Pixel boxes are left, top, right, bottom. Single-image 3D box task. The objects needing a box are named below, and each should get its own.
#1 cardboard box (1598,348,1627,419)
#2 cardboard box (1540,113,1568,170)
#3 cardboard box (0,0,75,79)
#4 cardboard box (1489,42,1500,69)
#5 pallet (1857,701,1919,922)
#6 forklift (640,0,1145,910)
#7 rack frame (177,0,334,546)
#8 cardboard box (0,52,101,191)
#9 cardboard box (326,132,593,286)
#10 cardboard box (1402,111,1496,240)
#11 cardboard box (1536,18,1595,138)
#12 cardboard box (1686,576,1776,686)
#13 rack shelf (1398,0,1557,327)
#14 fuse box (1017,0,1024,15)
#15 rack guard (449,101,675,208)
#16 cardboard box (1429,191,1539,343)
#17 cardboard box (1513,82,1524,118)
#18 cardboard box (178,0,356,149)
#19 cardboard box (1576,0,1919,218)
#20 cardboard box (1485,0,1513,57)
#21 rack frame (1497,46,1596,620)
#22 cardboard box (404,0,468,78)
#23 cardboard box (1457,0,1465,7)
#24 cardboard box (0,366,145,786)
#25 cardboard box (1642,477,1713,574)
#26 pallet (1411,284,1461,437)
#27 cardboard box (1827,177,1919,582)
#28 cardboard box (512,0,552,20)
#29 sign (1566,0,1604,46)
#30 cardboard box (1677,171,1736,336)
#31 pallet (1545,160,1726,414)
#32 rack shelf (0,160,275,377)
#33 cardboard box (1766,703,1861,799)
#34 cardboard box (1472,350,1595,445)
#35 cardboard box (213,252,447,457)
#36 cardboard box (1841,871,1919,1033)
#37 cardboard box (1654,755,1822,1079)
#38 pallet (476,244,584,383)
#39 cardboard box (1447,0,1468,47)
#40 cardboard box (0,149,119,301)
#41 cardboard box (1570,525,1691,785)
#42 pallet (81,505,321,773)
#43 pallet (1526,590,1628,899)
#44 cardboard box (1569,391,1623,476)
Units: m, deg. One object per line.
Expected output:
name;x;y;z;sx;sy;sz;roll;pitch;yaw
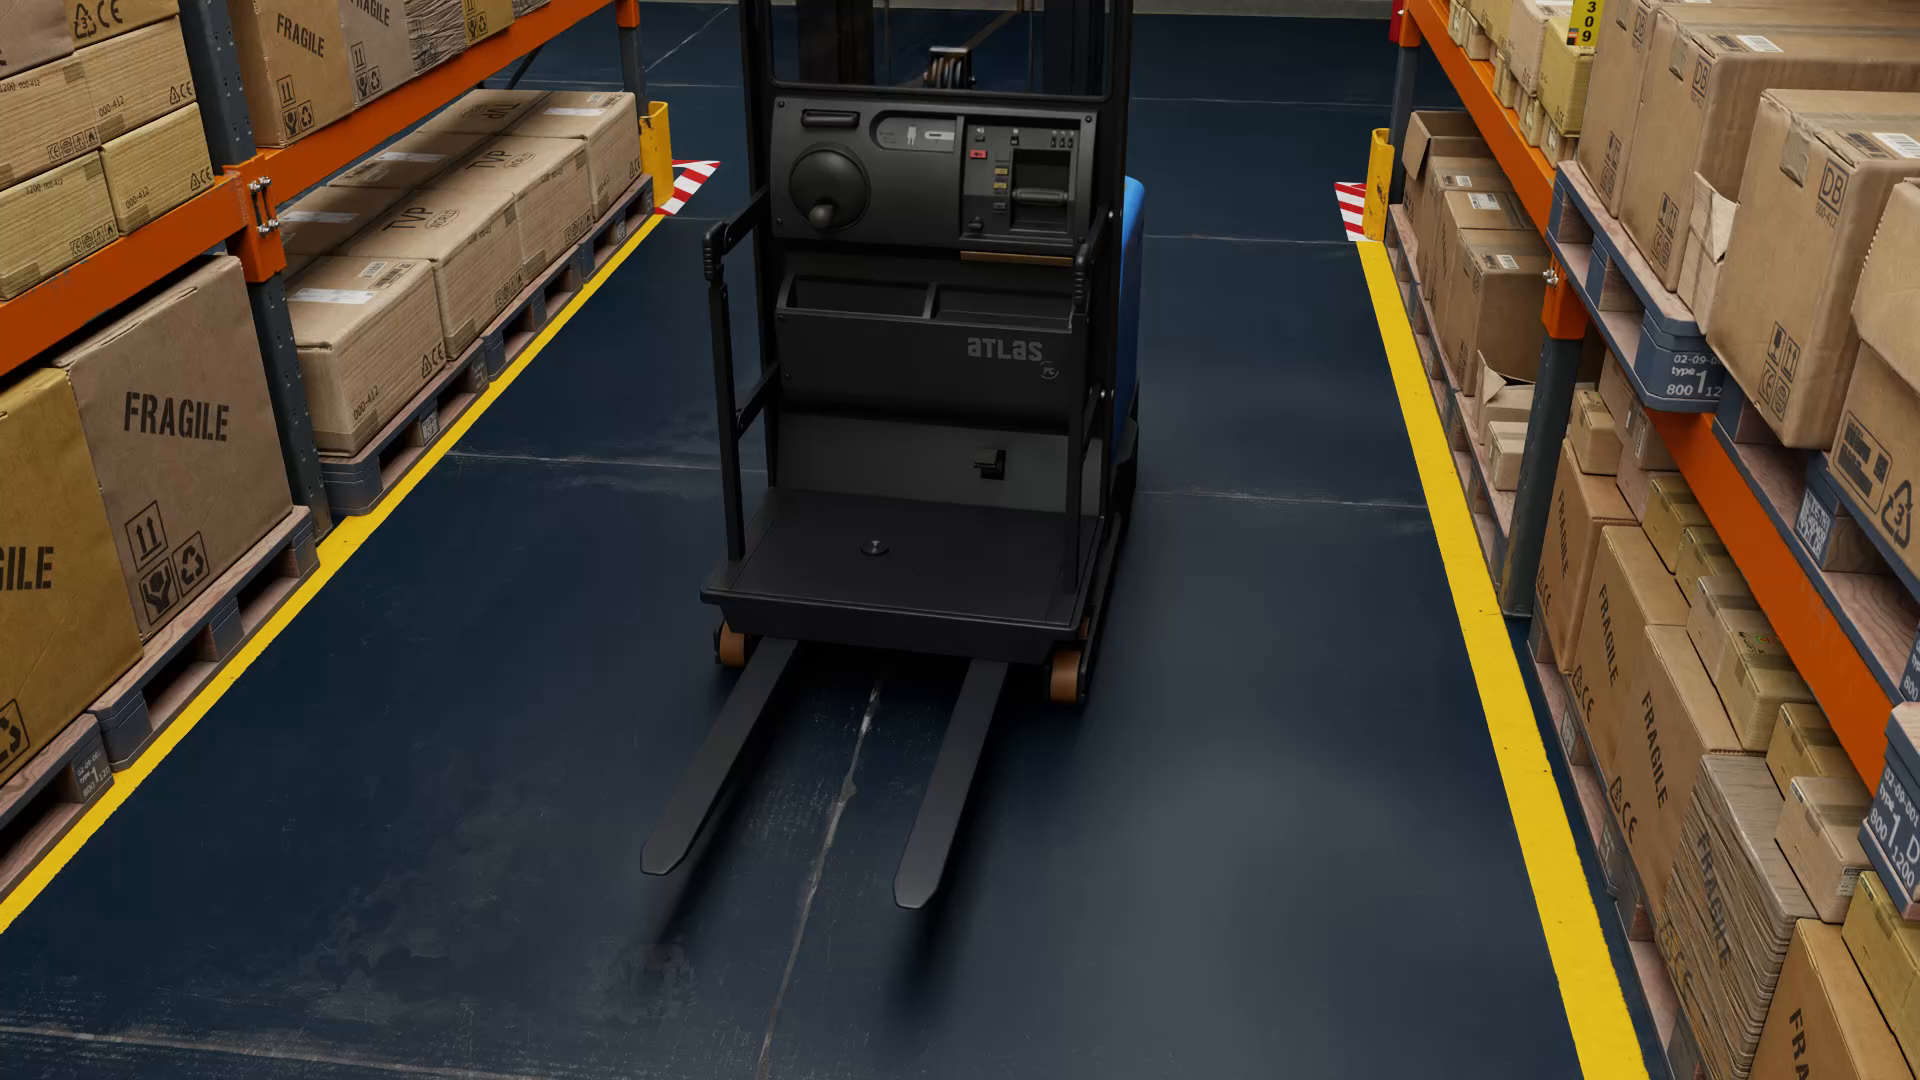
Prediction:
cardboard box;1.983;-0.416;4.555;0.380;0.149;0.250;3;28;5
cardboard box;2.030;-1.250;5.173;0.380;0.149;0.250;4;29;8
cardboard box;-2.557;-1.374;3.979;0.500;0.500;0.500;4;29;7
cardboard box;2.226;-1.852;6.290;0.380;0.149;0.250;3;28;6
pallet;1.755;0.572;1.728;1.213;0.211;1.003;3;28;6
forklift;-0.121;-1.000;4.515;1.130;2.935;3.031;5;29;10
rack frame;-2.695;-1.359;5.110;1.000;3.000;0.127;3;28;6
cardboard box;-2.562;-1.056;4.178;0.500;0.250;0.500;4;29;7
cardboard box;-2.291;-1.551;7.725;0.875;0.438;0.875;4;29;8
cardboard box;2.552;-1.759;8.041;0.797;0.503;0.637;2;28;4
cardboard box;2.052;-1.391;5.014;0.500;0.250;0.500;4;29;7
cardboard box;1.858;0.213;3.701;0.380;0.149;0.250;3;28;6
rack shelf;2.476;-1.697;6.496;1.077;0.370;4.000;3;28;6
fuse box;0.529;-5.140;13.486;0.539;1.711;0.414;3;28;6
rack guard;-2.202;-2.153;9.219;1.175;0.500;0.348;3;28;6
cardboard box;2.245;-1.114;6.848;0.500;0.500;0.500;4;29;7
cardboard box;2.097;-1.496;5.629;0.380;0.149;0.250;4;29;8
cardboard box;-2.378;-1.609;5.468;0.500;0.500;0.500;4;29;8
cardboard box;1.950;-1.087;4.056;0.700;0.500;0.500;4;29;7
cardboard box;2.172;-1.862;5.888;0.500;0.250;0.500;3;28;6
rack frame;2.231;-1.072;4.578;1.000;3.000;0.127;3;28;6
cardboard box;-2.245;-2.079;6.341;0.500;0.500;0.500;4;29;7
cardboard box;2.278;-2.346;6.787;0.500;0.250;0.500;3;28;5
cardboard box;-2.795;0.114;4.174;0.875;0.875;0.875;4;29;8
cardboard box;1.946;-0.033;4.157;0.380;0.149;0.250;2;28;4
pallet;2.463;-0.744;6.908;1.003;0.211;1.213;3;28;6
cardboard box;1.758;-0.199;2.405;0.797;0.503;0.637;3;28;5
cardboard box;-2.131;-2.565;7.244;0.500;0.500;0.500;4;29;8
sign;1.692;-1.481;4.424;0.100;0.325;0.005;3;28;6
cardboard box;1.680;-0.566;3.338;0.396;0.266;0.258;5;29;9
pallet;2.025;-0.618;3.937;1.003;0.211;1.213;3;28;6
rack shelf;-2.941;-0.101;3.533;1.077;0.370;4.000;3;28;6
cardboard box;1.821;0.458;3.246;0.380;0.149;0.250;3;29;6
cardboard box;2.052;-0.501;5.957;0.396;0.266;0.258;4;29;8
cardboard box;-2.512;-0.705;6.155;0.875;0.438;0.875;3;28;5
cardboard box;1.736;0.703;2.792;0.380;0.149;0.250;3;28;5
cardboard box;1.758;0.788;3.318;0.500;0.500;0.500;2;28;4
pallet;-2.378;-1.061;7.496;1.003;0.211;1.213;3;28;6
cardboard box;2.202;-2.102;6.754;0.380;0.149;0.250;3;28;5
cardboard box;-2.564;-0.828;4.282;0.500;0.250;0.500;3;28;5
cardboard box;1.893;0.309;4.206;0.500;0.500;0.500;3;28;6
pallet;-2.715;0.236;5.089;1.003;0.211;1.213;3;28;6
pallet;2.169;0.540;4.524;1.003;0.211;1.213;3;28;6
cardboard box;1.923;-0.289;4.633;0.380;0.149;0.250;5;29;9
